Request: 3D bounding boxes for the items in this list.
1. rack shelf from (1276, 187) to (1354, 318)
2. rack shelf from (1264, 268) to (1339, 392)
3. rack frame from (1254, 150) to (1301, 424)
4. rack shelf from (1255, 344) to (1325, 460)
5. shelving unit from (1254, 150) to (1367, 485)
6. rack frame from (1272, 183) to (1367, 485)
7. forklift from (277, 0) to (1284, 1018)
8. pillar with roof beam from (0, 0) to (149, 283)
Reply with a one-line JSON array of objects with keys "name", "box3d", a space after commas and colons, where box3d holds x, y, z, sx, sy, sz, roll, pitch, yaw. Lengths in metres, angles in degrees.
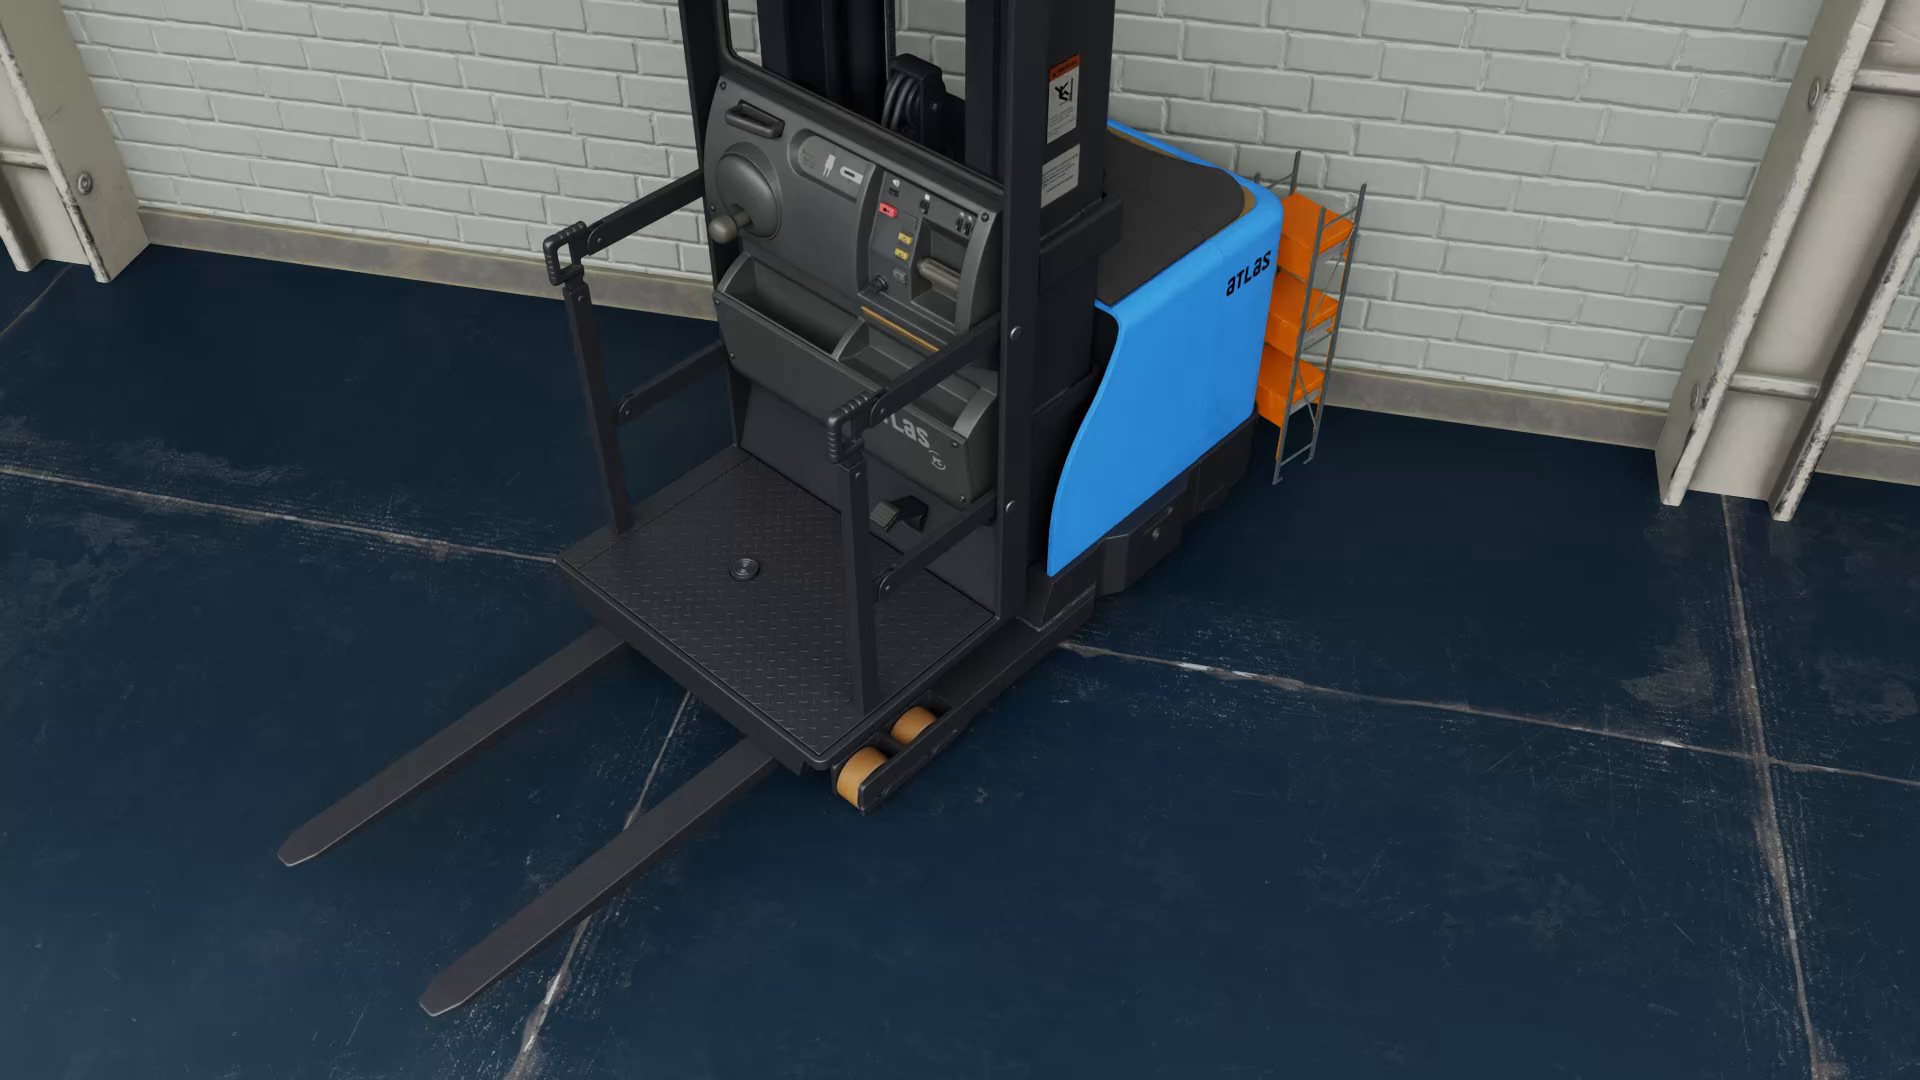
[{"name": "rack shelf", "box3d": [1.017, -0.866, 4.998, 0.215, 0.259, 0.240, -32, 52, -29]}, {"name": "rack shelf", "box3d": [1.017, -0.661, 5.195, 0.215, 0.259, 0.240, -32, 52, -29]}, {"name": "rack frame", "box3d": [0.936, -0.732, 5.253, 0.200, 1.050, 0.008, -32, 52, -29]}, {"name": "rack shelf", "box3d": [1.018, -0.461, 5.388, 0.215, 0.259, 0.240, -32, 52, -29]}, {"name": "shelving unit", "box3d": [1.018, -0.669, 5.188, 0.215, 1.050, 0.252, -32, 52, -29]}, {"name": "rack frame", "box3d": [1.099, -0.606, 5.122, 0.200, 1.050, 0.008, -32, 52, -29]}, {"name": "forklift", "box3d": [-0.426, -0.734, 3.899, 1.130, 2.935, 3.031, 32, 53, 29]}, {"name": "pillar with roof beam", "box3d": [-4.301, -1.429, 0.246, 0.400, 9.000, 9.100, 9, 45, 9]}]
